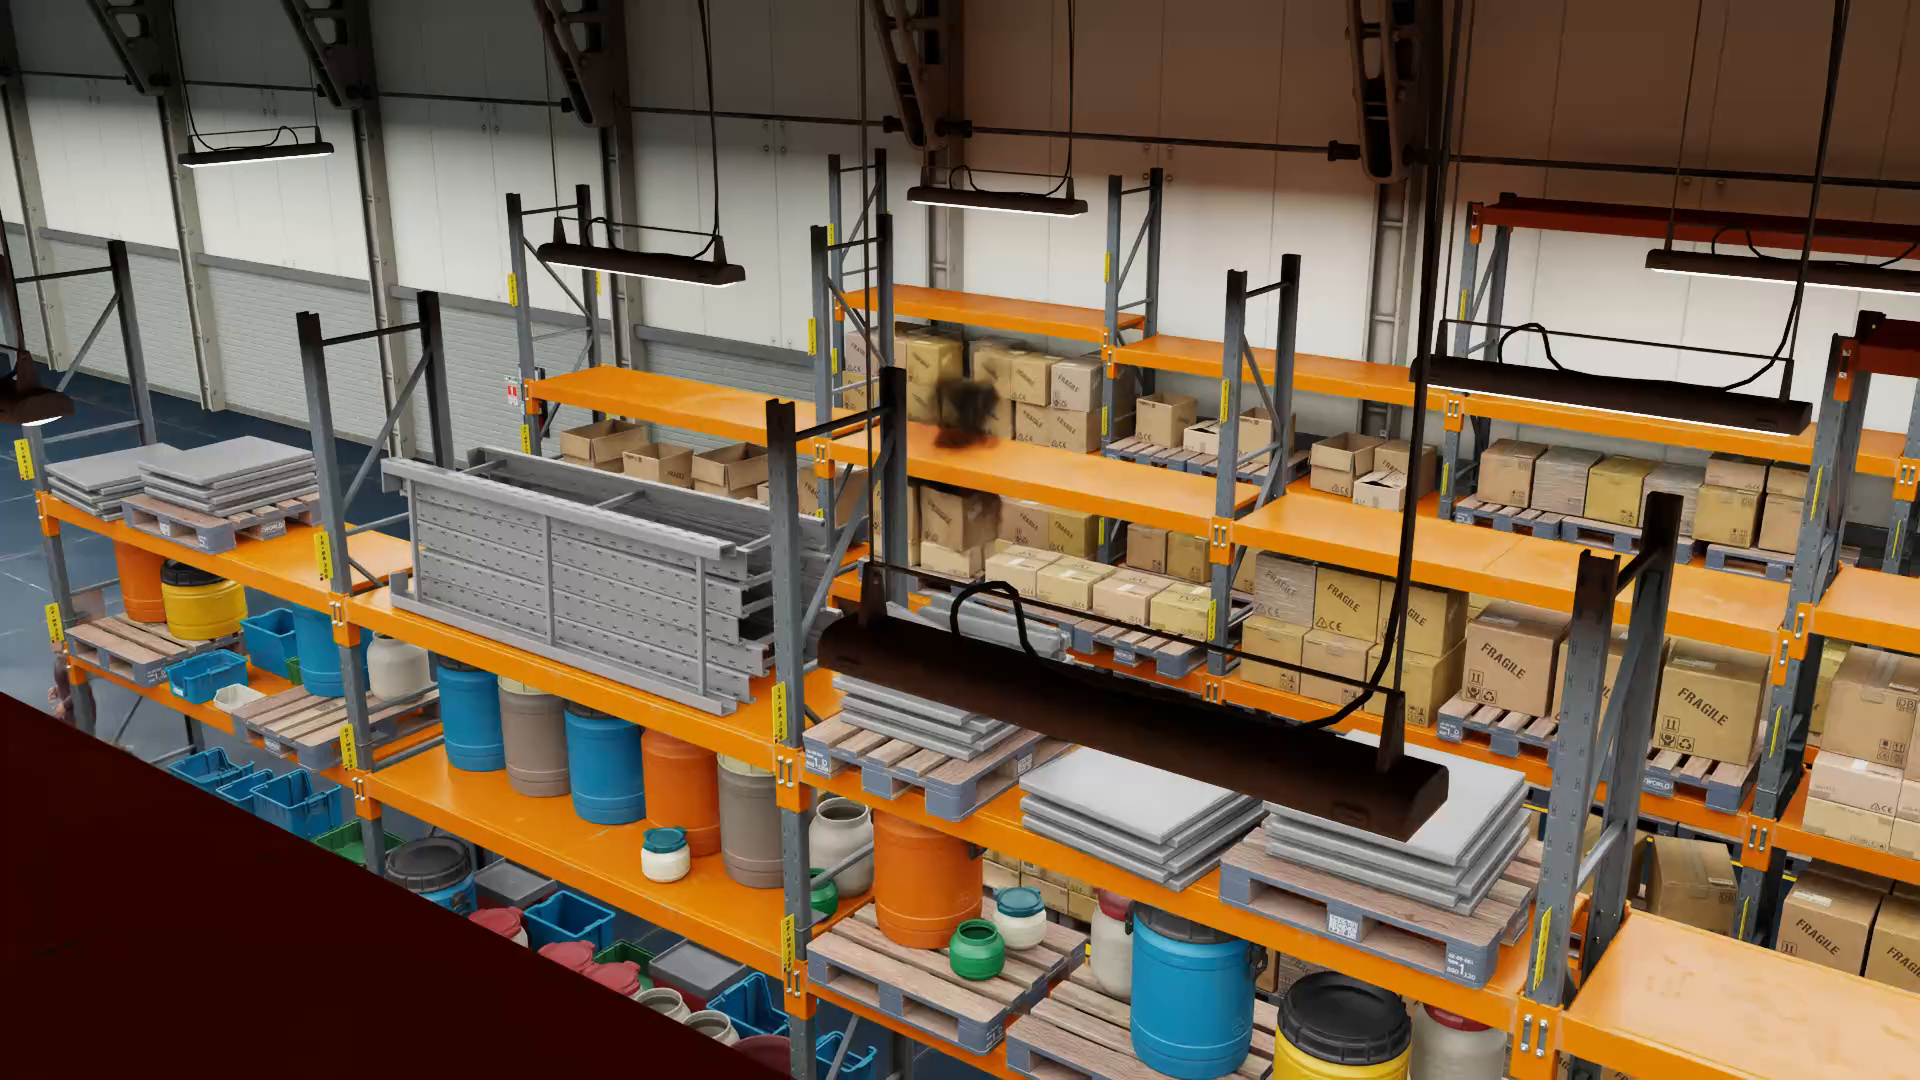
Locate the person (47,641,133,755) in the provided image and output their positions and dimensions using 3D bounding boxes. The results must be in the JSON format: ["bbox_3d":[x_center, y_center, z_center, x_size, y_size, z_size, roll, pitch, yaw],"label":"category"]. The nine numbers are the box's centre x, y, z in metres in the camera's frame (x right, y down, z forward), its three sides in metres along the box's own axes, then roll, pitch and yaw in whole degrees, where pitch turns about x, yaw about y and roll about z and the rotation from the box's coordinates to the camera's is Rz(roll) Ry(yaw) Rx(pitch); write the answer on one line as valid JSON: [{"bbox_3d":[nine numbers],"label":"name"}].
[{"bbox_3d":[-9.059,1.737,17.204,0.761,1.757,0.710,-10,21,-27],"label":"person"}]
